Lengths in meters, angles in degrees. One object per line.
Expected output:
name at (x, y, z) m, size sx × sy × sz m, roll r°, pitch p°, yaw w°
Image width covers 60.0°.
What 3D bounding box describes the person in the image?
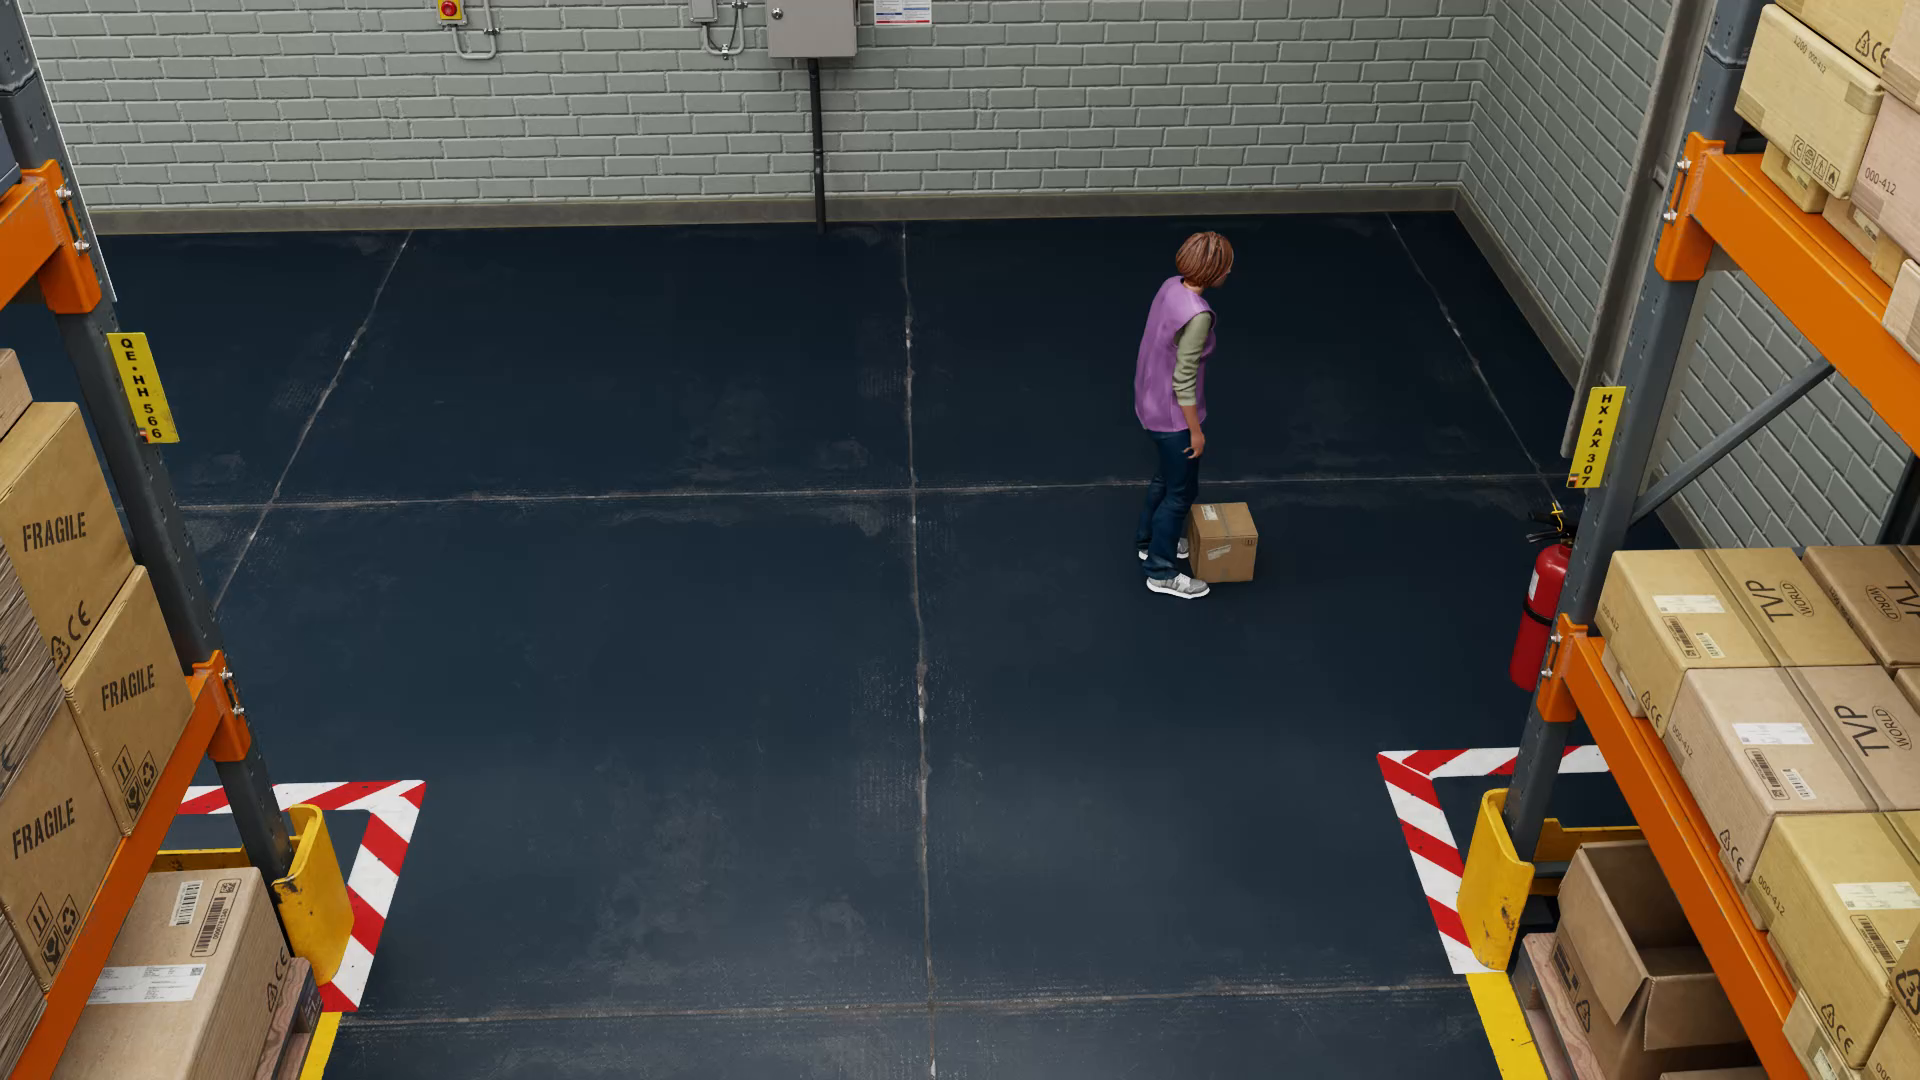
person at (0.900, -0.524, 6.884) m, size 0.343 × 1.593 × 0.485 m, roll -3°, pitch 36°, yaw -5°
